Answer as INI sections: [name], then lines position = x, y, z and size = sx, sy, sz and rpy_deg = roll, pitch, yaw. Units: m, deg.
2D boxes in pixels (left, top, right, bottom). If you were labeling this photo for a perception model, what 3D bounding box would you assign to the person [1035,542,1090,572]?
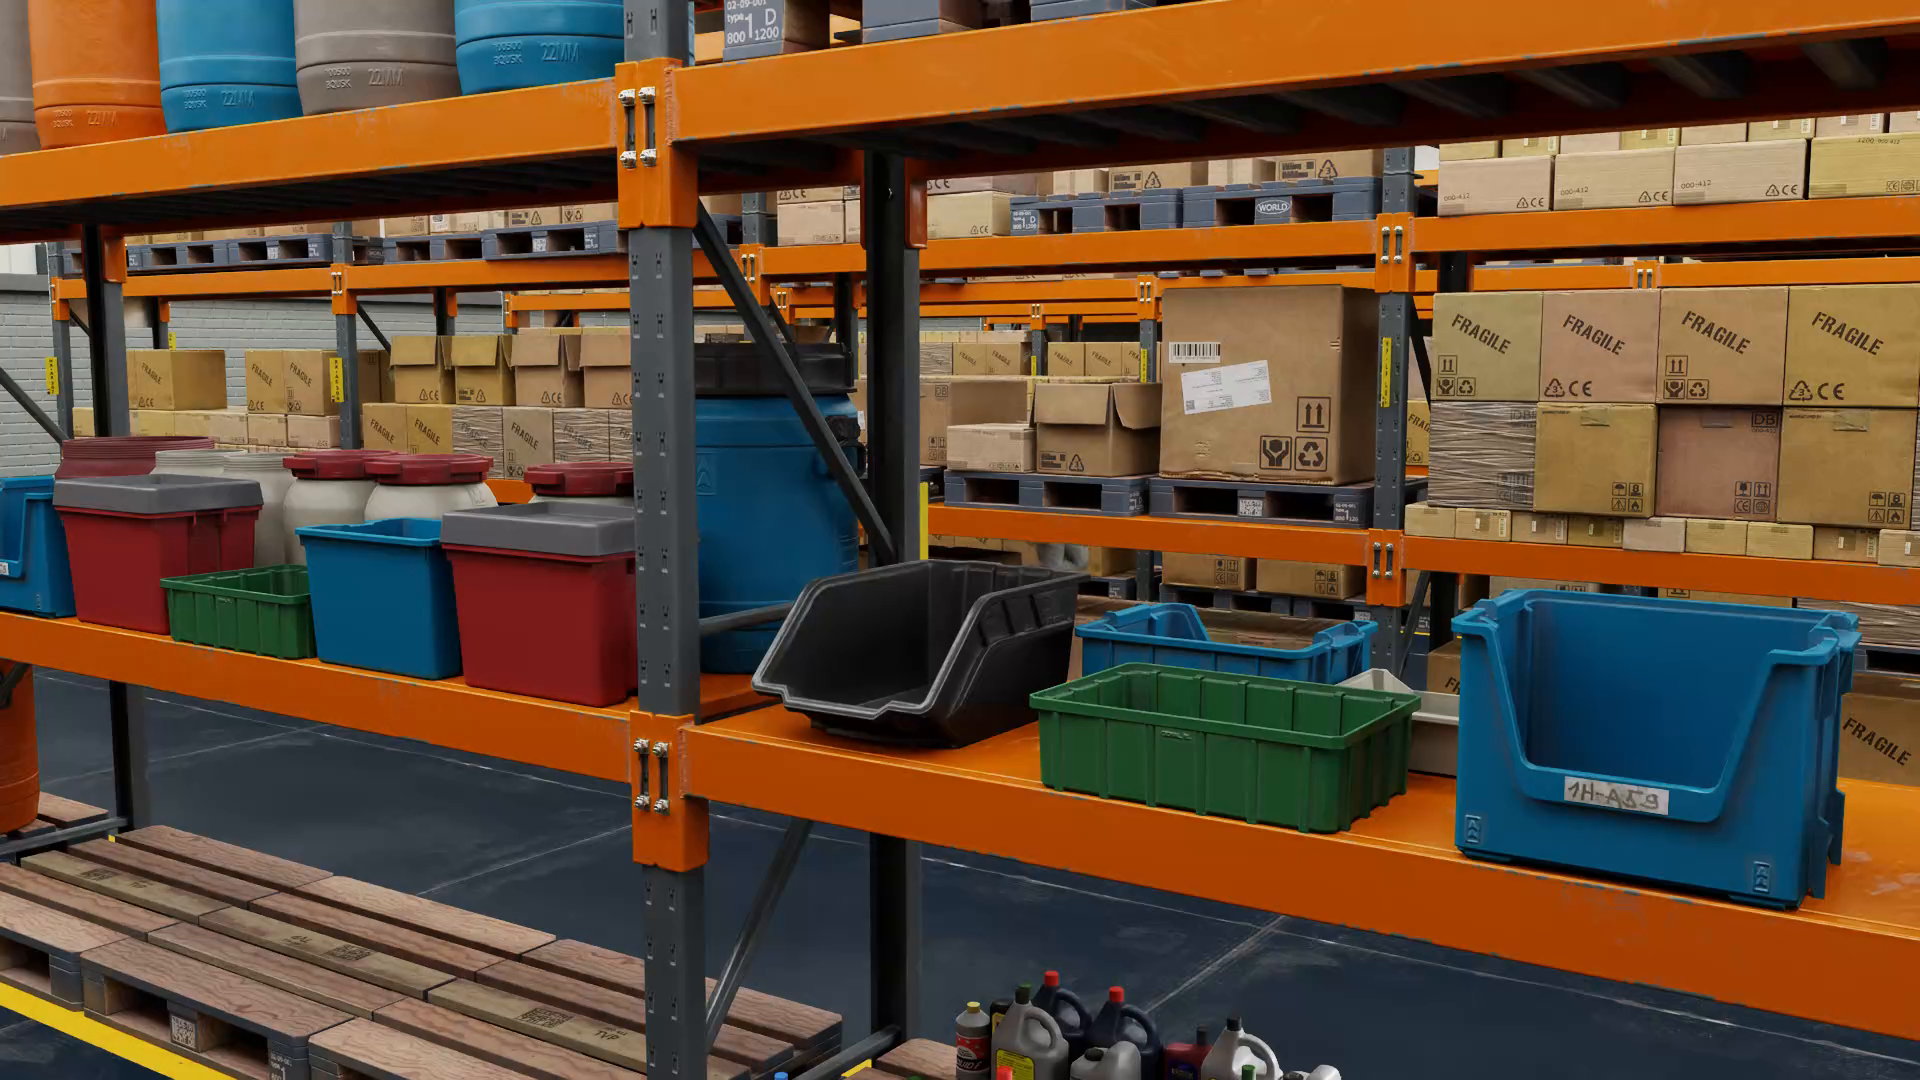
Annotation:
[person]
position = 0.772, -0.131, 13.094
size = 0.501, 1.656, 0.549
rpy_deg = 3, 7, 21
